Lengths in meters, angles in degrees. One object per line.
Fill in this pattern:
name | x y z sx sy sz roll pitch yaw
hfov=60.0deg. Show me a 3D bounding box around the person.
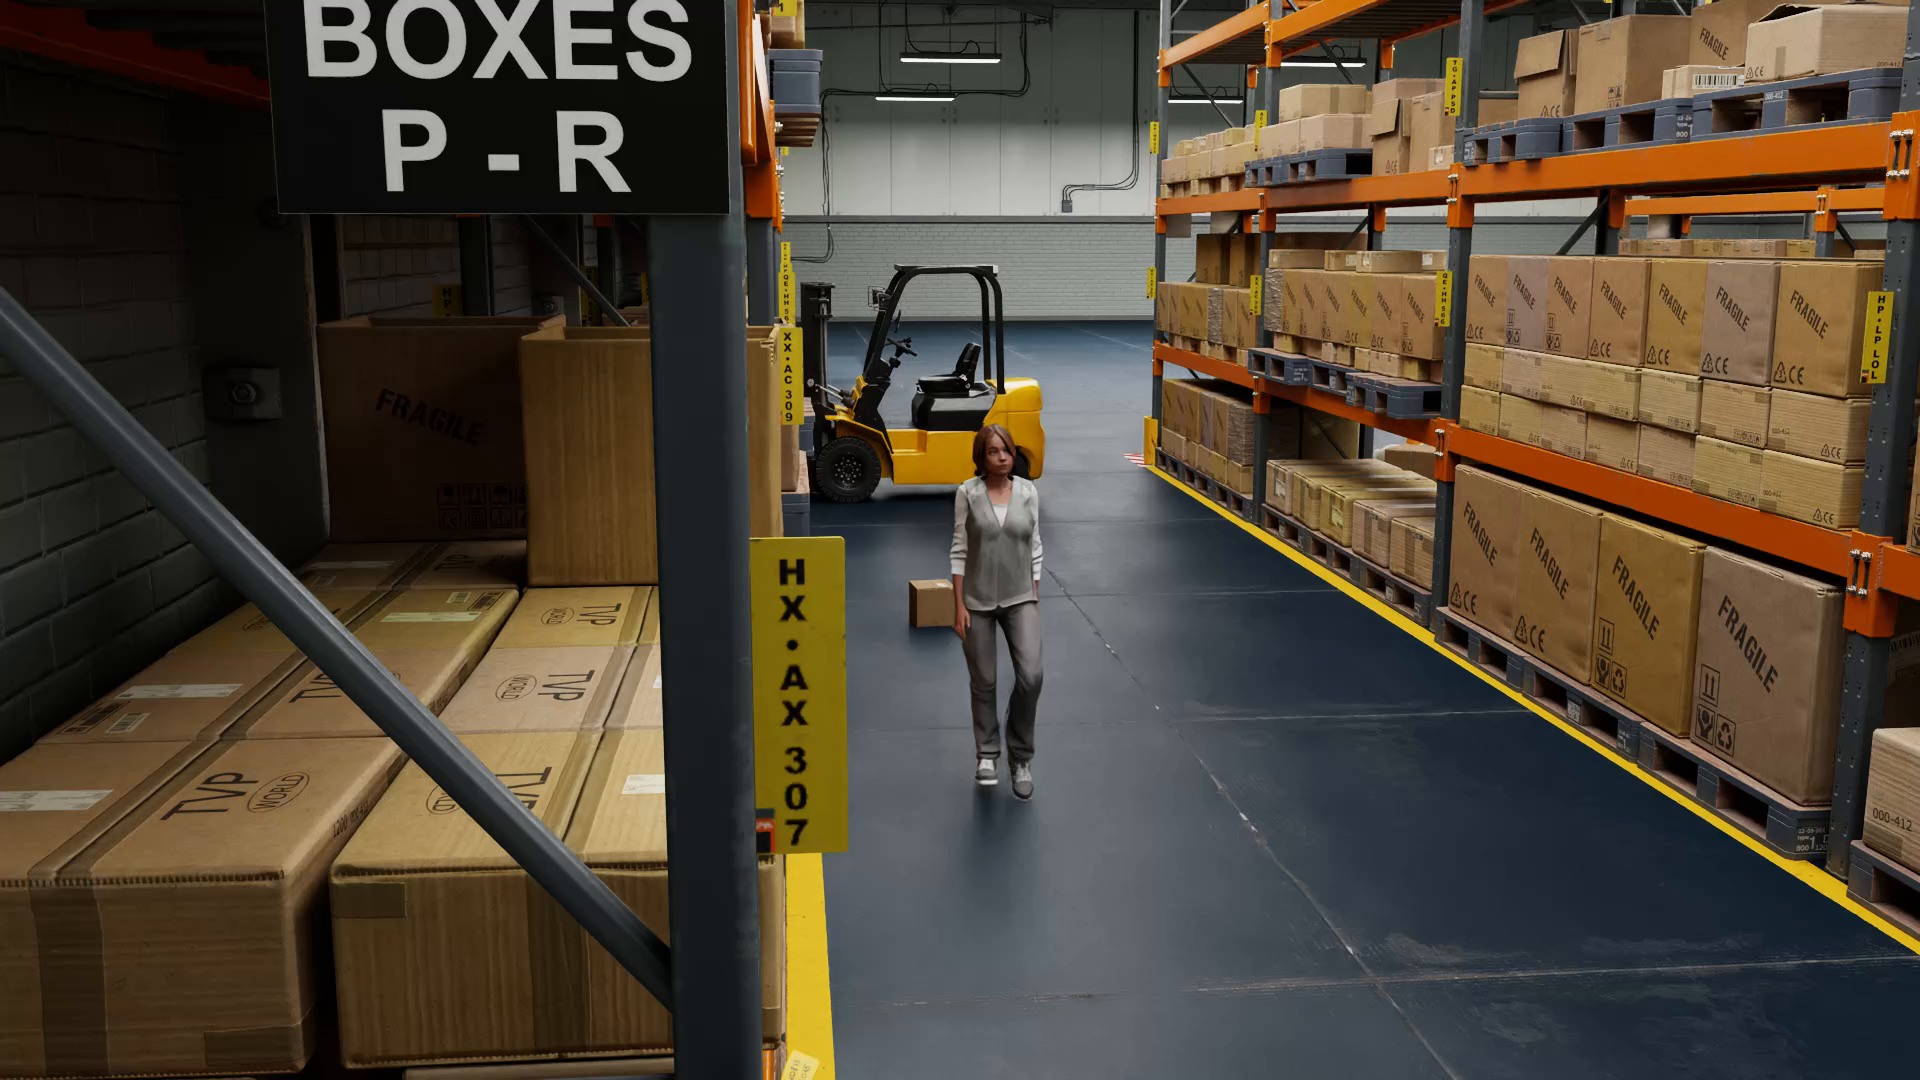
person | 0.160 0.313 7.172 0.412 1.629 0.446 -1 10 -4
